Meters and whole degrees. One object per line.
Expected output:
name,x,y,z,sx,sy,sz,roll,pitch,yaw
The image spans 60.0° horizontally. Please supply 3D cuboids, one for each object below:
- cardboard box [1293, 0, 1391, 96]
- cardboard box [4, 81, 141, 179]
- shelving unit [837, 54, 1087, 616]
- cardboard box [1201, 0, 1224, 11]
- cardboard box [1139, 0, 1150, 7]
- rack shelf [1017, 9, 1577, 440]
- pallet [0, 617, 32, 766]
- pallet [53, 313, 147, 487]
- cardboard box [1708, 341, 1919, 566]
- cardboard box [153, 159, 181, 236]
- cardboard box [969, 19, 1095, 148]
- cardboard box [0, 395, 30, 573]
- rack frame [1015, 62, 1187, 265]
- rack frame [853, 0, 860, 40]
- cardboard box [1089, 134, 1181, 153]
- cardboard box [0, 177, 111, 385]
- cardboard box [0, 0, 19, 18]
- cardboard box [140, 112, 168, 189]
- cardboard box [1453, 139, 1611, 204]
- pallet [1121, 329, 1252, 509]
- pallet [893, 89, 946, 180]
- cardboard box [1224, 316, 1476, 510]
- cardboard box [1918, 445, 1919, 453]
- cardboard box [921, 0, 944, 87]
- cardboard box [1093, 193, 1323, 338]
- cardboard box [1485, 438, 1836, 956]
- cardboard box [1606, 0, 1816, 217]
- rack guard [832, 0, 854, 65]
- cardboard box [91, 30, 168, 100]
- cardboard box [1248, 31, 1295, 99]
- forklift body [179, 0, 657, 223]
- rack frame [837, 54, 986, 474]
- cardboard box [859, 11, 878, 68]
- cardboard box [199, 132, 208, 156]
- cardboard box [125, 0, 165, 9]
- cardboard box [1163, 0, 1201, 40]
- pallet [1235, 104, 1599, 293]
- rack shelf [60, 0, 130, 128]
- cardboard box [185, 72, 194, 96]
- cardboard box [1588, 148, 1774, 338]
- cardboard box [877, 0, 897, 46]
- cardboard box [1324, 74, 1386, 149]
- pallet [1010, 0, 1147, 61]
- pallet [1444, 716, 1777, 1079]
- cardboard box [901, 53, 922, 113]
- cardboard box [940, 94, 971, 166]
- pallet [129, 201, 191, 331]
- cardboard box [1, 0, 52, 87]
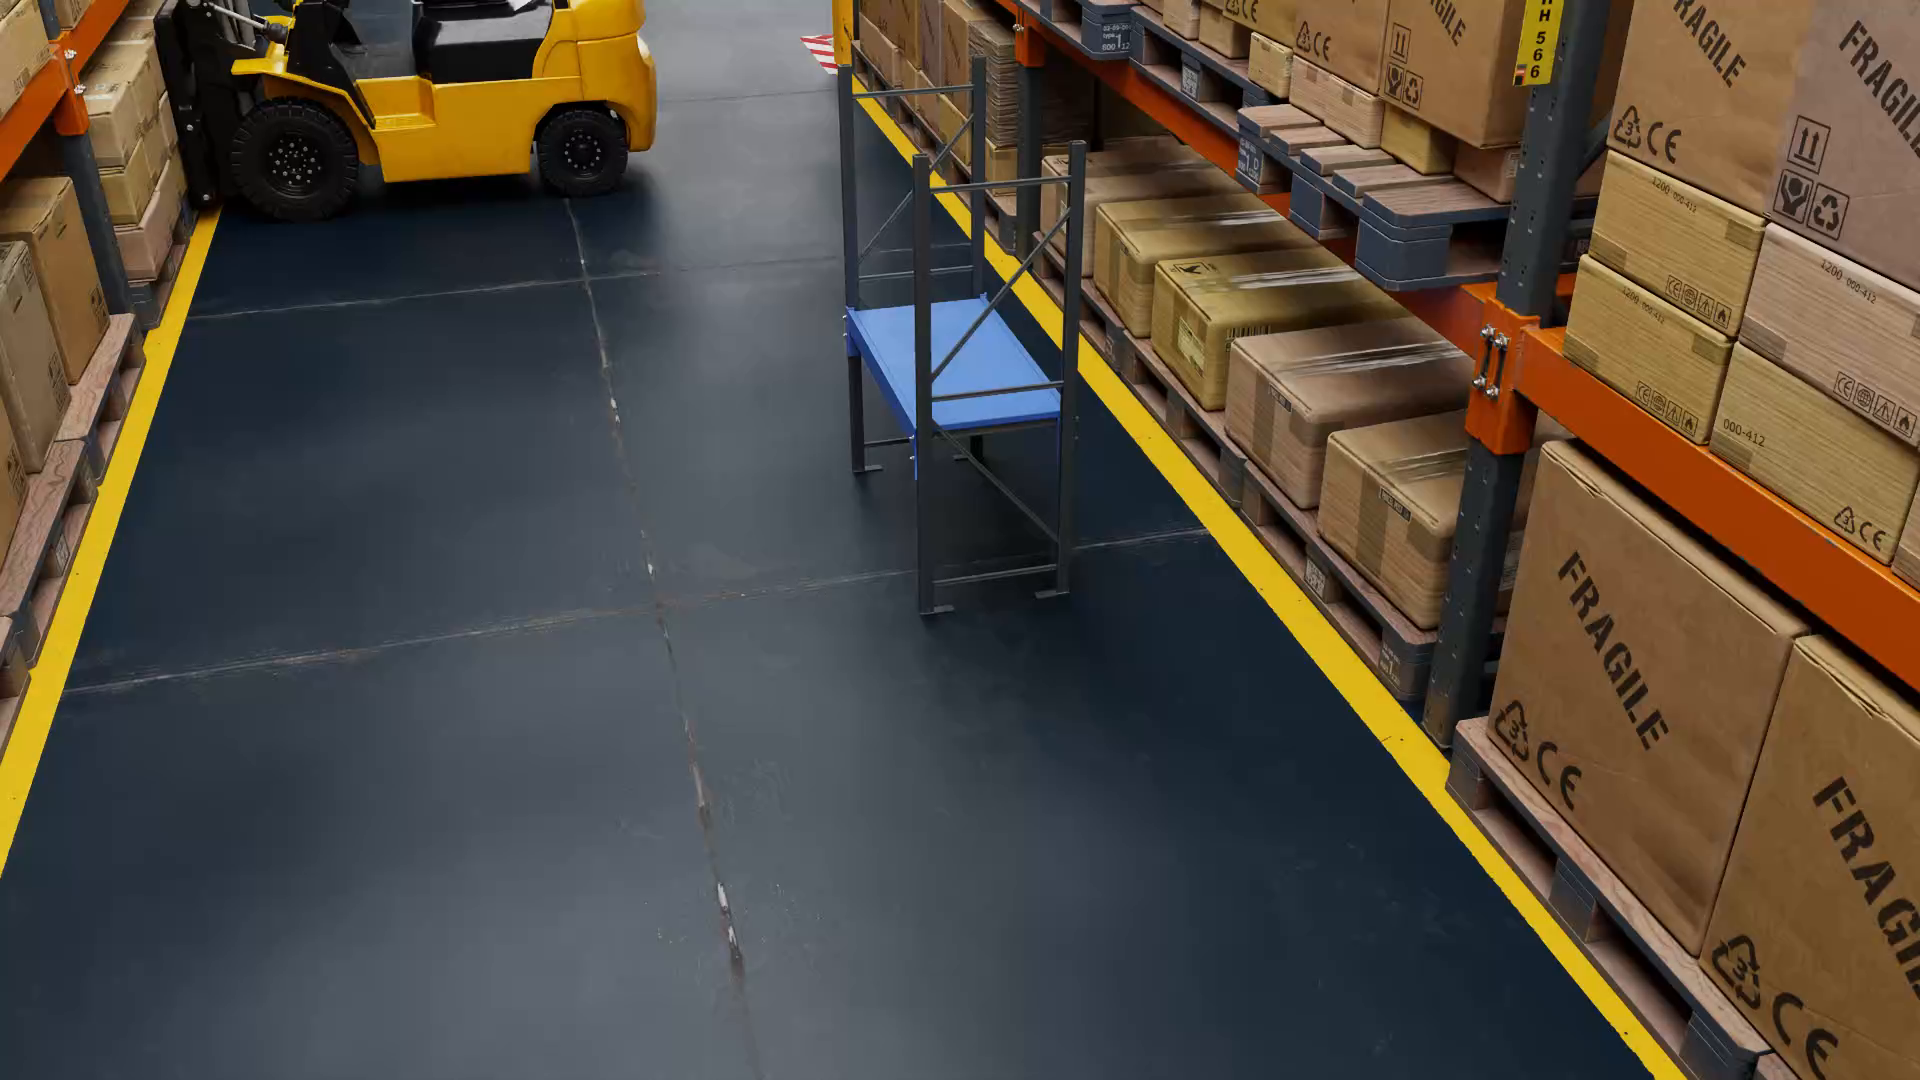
cardboard box,1.294,-1.577,4.665,0.500,0.500,0.500,-8,31,-14
cardboard box,-3.842,-1.763,7.129,0.500,0.250,0.500,-8,31,-14
shelving unit,-0.023,-0.690,5.445,0.538,1.500,1.048,-8,31,-13
cardboard box,1.015,-2.085,5.542,0.500,0.500,0.500,-9,31,-15
cardboard box,0.846,-2.111,6.234,0.380,0.149,0.250,-7,31,-13
rack shelf,1.300,-1.447,5.975,1.077,0.370,4.000,-8,31,-13
pallet,-3.135,0.673,4.377,1.003,0.211,1.213,-8,31,-13
pallet,-3.783,-0.506,6.413,1.003,0.211,1.213,-8,31,-13
cardboard box,1.871,-0.212,3.273,0.500,0.250,0.500,-9,31,-15
cardboard box,-3.975,-1.576,7.803,0.500,0.250,0.500,-9,31,-14
cardboard box,0.353,-2.291,8.291,0.500,0.500,0.500,-8,31,-14
cardboard box,-3.466,-0.228,5.101,0.875,0.625,0.625,-9,31,-15
rack frame,0.769,-2.725,7.463,1.000,3.000,0.127,-8,31,-13
rack frame,-0.293,-4.657,10.801,1.000,3.000,0.127,-8,31,-13
cardboard box,0.873,-2.037,8.601,0.500,0.250,0.500,-9,31,-16
cardboard box,-3.867,-0.966,6.377,0.875,0.625,0.625,-6,31,-11
cardboard box,-3.639,-2.011,5.881,0.500,0.250,0.500,-9,31,-14
cardboard box,-3.982,-1.789,7.673,0.500,0.250,0.500,-8,31,-14
cardboard box,1.517,-0.993,4.303,0.380,0.149,0.250,-7,31,-11
pallet,1.304,-0.552,6.493,1.003,0.211,1.213,-8,31,-13
pallet,0.229,-2.428,9.734,1.003,0.211,1.213,-8,31,-13
cardboard box,1.487,-0.467,5.766,0.950,0.372,0.625,-8,31,-14
cardboard box,1.983,-0.175,2.708,0.500,0.250,0.500,-8,31,-13
cardboard box,0.080,-2.783,9.141,0.500,0.500,0.500,-6,31,-11
cardboard box,1.105,-1.169,6.980,0.950,0.372,0.625,-6,31,-10
cardboard box,1.934,0.290,3.957,0.875,0.875,0.875,-8,31,-14
cardboard box,1.726,-0.998,3.382,0.500,0.500,0.500,-9,31,-15
rack guard,-0.273,-3.538,11.364,1.175,0.500,0.348,-8,31,-13
cardboard box,-4.111,-2.250,7.970,0.500,0.250,0.500,-7,31,-12
cardboard box,1.120,-1.482,5.148,0.380,0.149,0.250,-7,31,-12
forklift body,-2.815,-2.954,8.707,2.313,2.155,1.214,-8,31,-13
rack frame,-0.158,-0.936,5.870,0.500,1.500,0.032,-8,31,-13
cardboard box,-0.345,-3.222,10.648,0.500,0.250,0.500,-8,31,-14
cardboard box,-4.242,-2.070,8.657,0.500,0.250,0.500,-7,31,-12
cardboard box,-4.370,-2.750,8.835,0.500,0.250,0.500,-7,31,-13
cardboard box,0.930,-1.856,5.793,0.380,0.149,0.250,-7,31,-11
pallet,1.539,-1.040,4.744,1.213,0.211,1.003,-8,31,-13
rack shelf,-4.547,-2.718,8.169,1.077,0.370,4.000,-8,31,-13
cardboard box,-4.238,-2.277,8.516,0.500,0.250,0.500,-8,31,-13
cardboard box,1.727,-0.667,3.558,0.500,0.250,0.500,-8,31,-14
cardboard box,-0.196,-3.283,10.005,0.500,0.500,0.500,-9,31,-15
cardboard box,1.266,-1.228,4.710,0.380,0.149,0.250,-8,31,-14
pallet,0.831,-2.253,6.840,1.003,0.211,1.213,-8,31,-13
pallet,1.967,0.805,4.149,1.003,0.211,1.213,-8,31,-13
cardboard box,-0.060,-2.713,9.768,0.500,0.250,0.500,-6,31,-10
cardboard box,0.202,-2.222,8.920,0.500,0.250,0.500,-9,31,-15
pallet,-4.187,-1.246,7.692,1.003,0.211,1.213,-8,31,-13
cardboard box,-3.630,-1.789,5.997,0.500,0.250,0.500,-7,31,-12
